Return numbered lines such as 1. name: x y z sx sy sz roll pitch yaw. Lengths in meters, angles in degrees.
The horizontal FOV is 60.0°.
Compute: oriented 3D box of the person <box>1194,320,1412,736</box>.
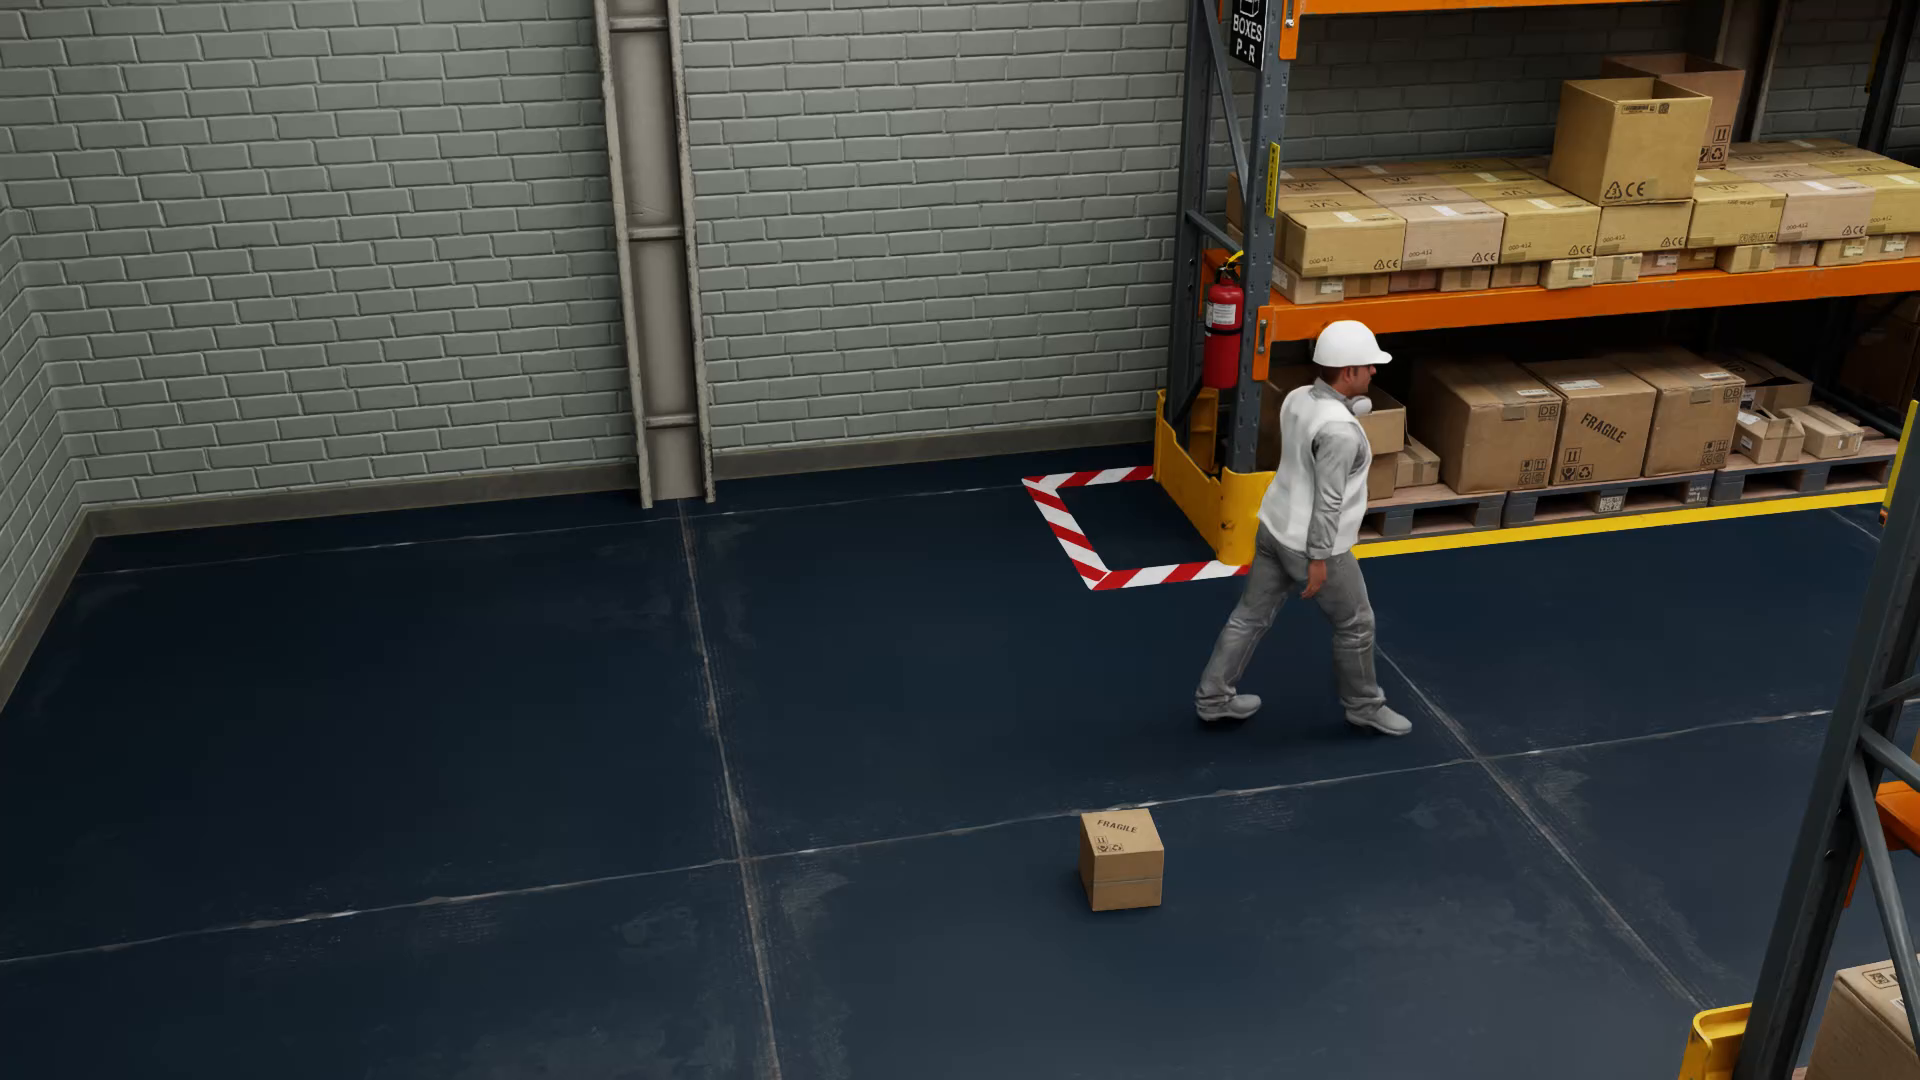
1. person: 1.420 -0.016 6.637 0.902 1.779 0.562 -7 27 -14
